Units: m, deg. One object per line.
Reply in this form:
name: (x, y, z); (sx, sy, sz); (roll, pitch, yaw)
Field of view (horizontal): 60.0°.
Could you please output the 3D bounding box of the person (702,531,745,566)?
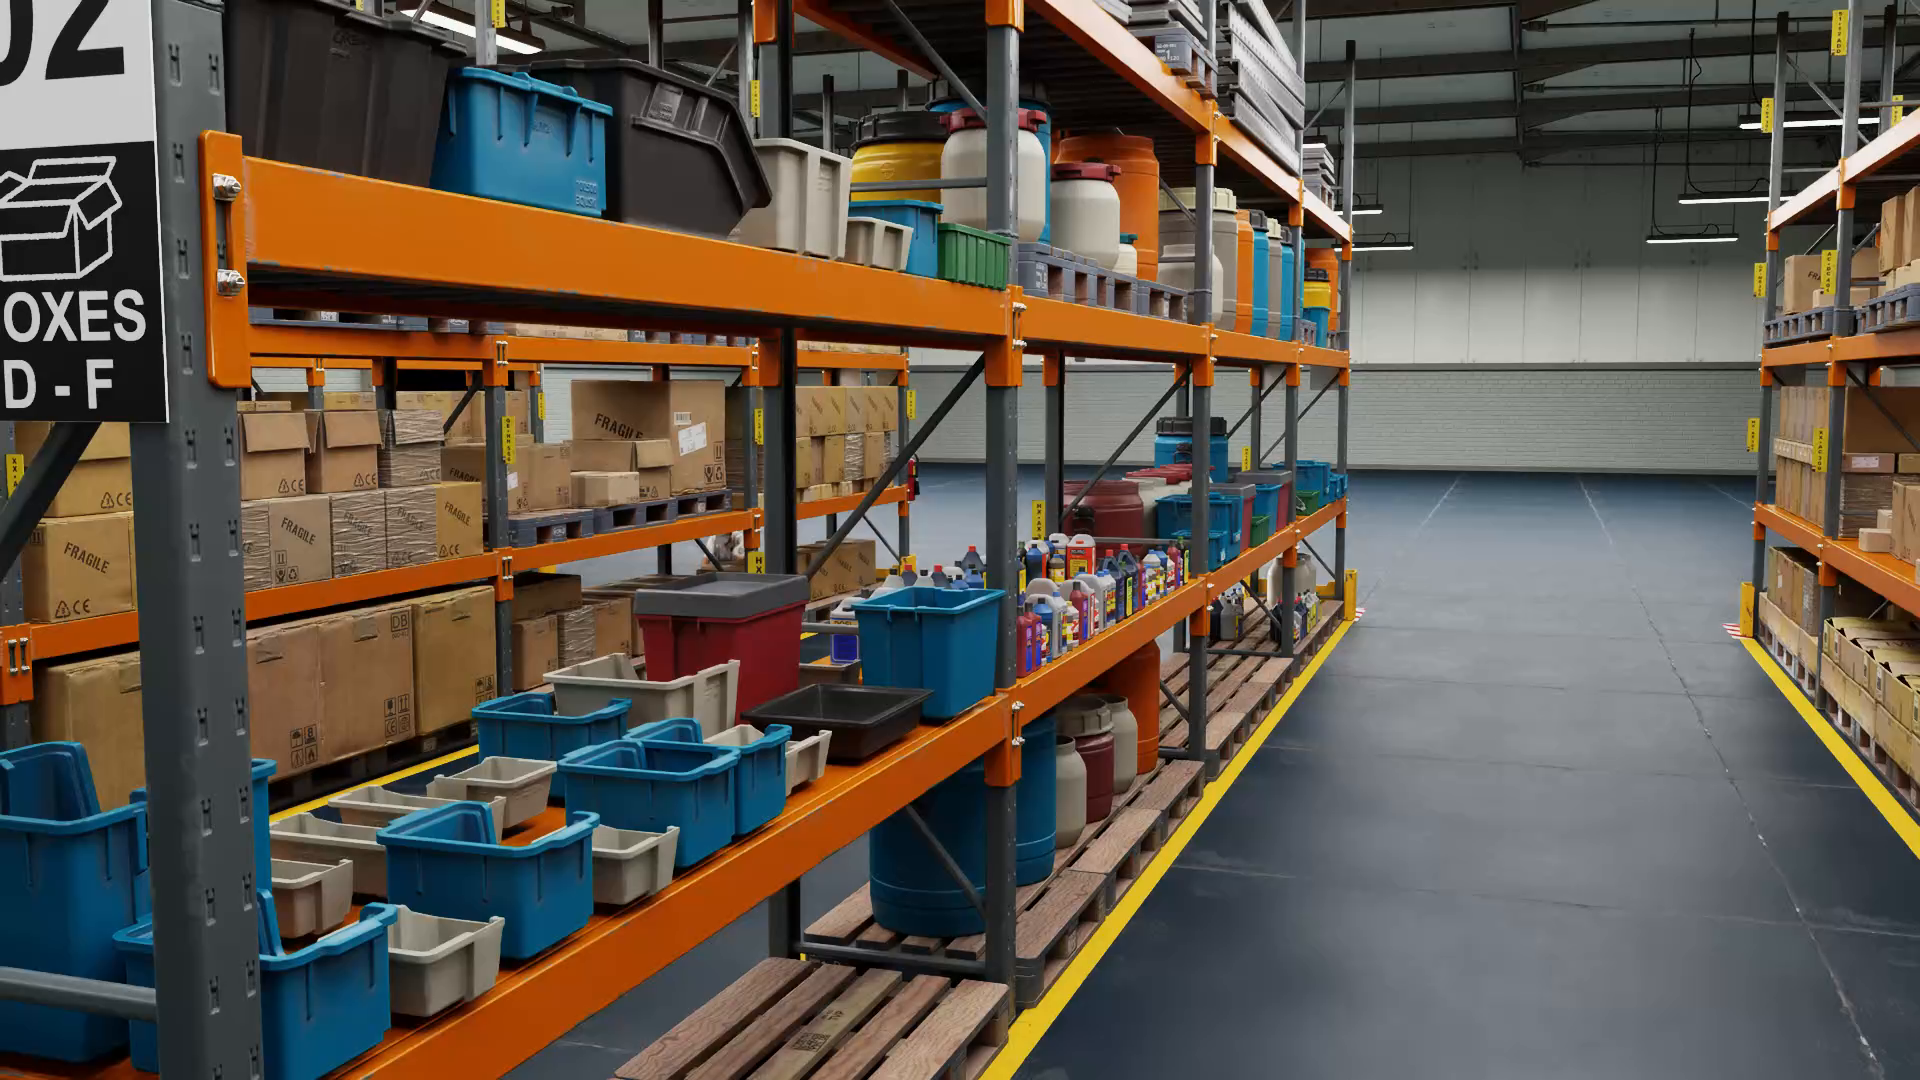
person: (-2.640, 0.248, 18.912); (0.510, 0.943, 0.856); (1, 6, 16)
